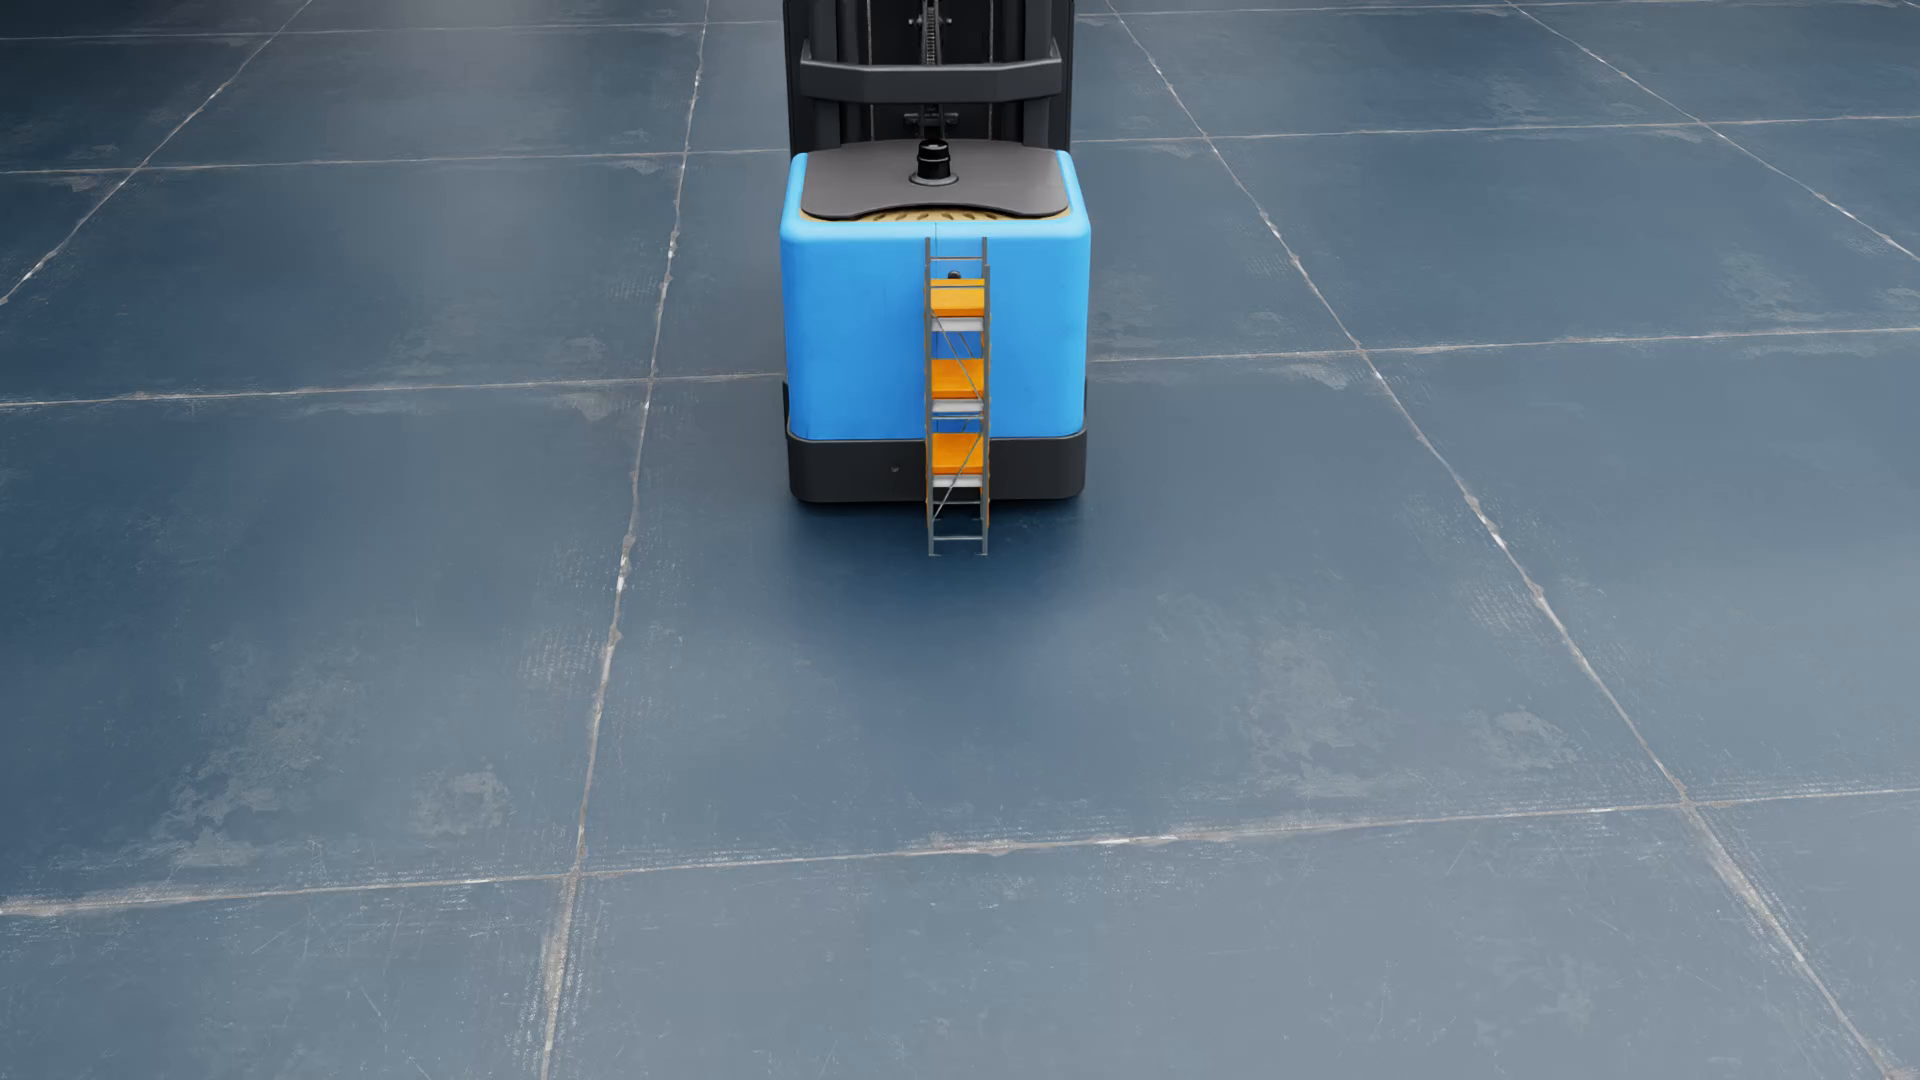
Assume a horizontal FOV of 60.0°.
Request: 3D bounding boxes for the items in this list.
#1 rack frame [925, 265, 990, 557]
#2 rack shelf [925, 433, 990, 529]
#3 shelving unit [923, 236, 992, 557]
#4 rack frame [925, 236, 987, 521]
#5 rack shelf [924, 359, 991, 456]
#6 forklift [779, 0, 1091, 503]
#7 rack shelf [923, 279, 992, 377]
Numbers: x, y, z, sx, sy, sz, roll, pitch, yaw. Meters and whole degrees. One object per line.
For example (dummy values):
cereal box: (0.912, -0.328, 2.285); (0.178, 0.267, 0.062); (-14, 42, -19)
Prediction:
rack frame: (-0.007, -0.395, 5.388); (0.200, 1.050, 0.008); (-1, 31, -1)
rack shelf: (-0.010, -0.210, 5.640); (0.215, 0.259, 0.240); (-1, 31, -1)
shelving unit: (-0.010, -0.458, 5.492); (0.215, 1.050, 0.252); (-1, 31, -1)
rack frame: (-0.012, -0.520, 5.597); (0.200, 1.050, 0.008); (-1, 31, -1)
rack shelf: (-0.010, -0.449, 5.498); (0.215, 0.259, 0.240); (-1, 31, -1)
forklift: (-0.124, -2.109, 6.423); (1.130, 2.935, 3.031); (-1, 31, -2)
rack shelf: (-0.010, -0.692, 5.352); (0.215, 0.259, 0.240); (-1, 31, -1)
